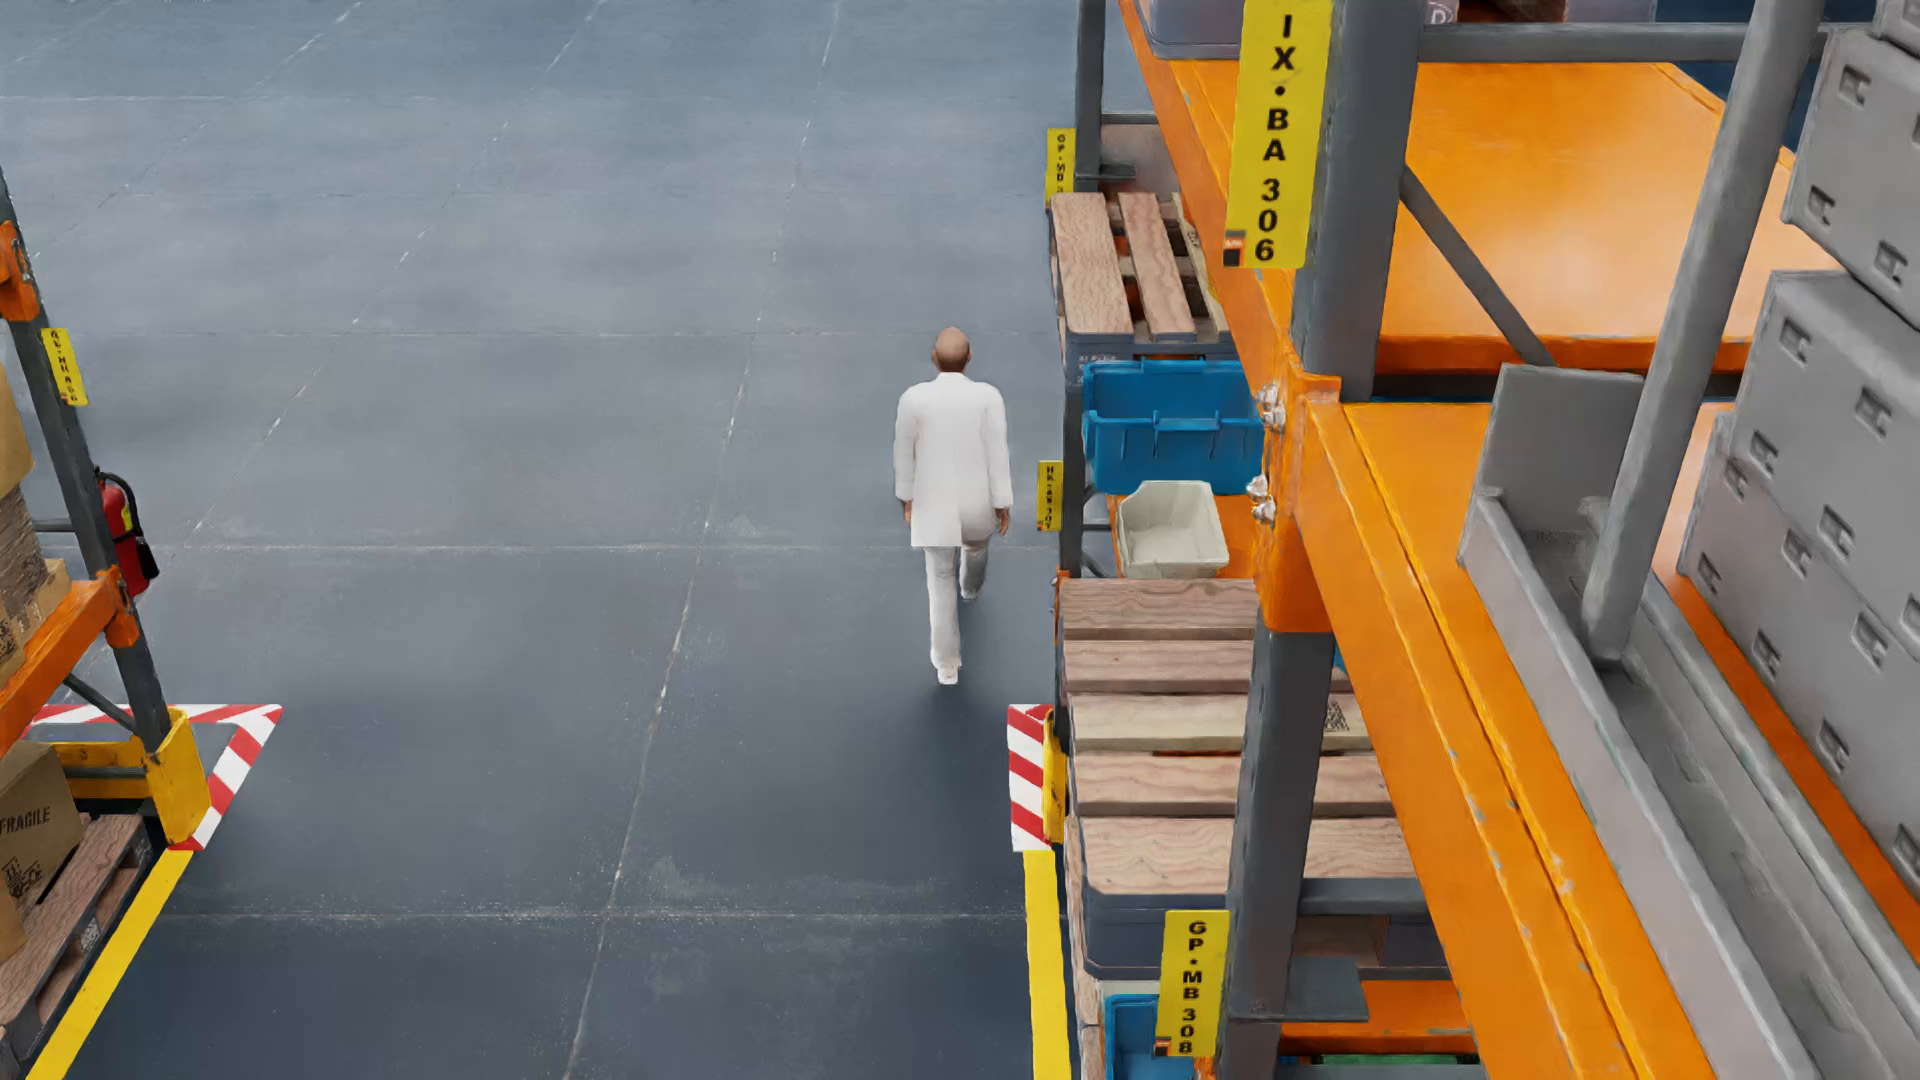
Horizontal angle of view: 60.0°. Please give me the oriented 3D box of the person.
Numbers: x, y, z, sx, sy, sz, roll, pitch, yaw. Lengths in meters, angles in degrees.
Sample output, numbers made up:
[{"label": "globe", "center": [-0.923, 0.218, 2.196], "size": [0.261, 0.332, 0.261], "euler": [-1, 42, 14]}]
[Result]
[{"label": "person", "center": [-0.038, -0.276, 8.428], "size": [0.595, 1.699, 1.177], "euler": [-1, 31, -2]}]
